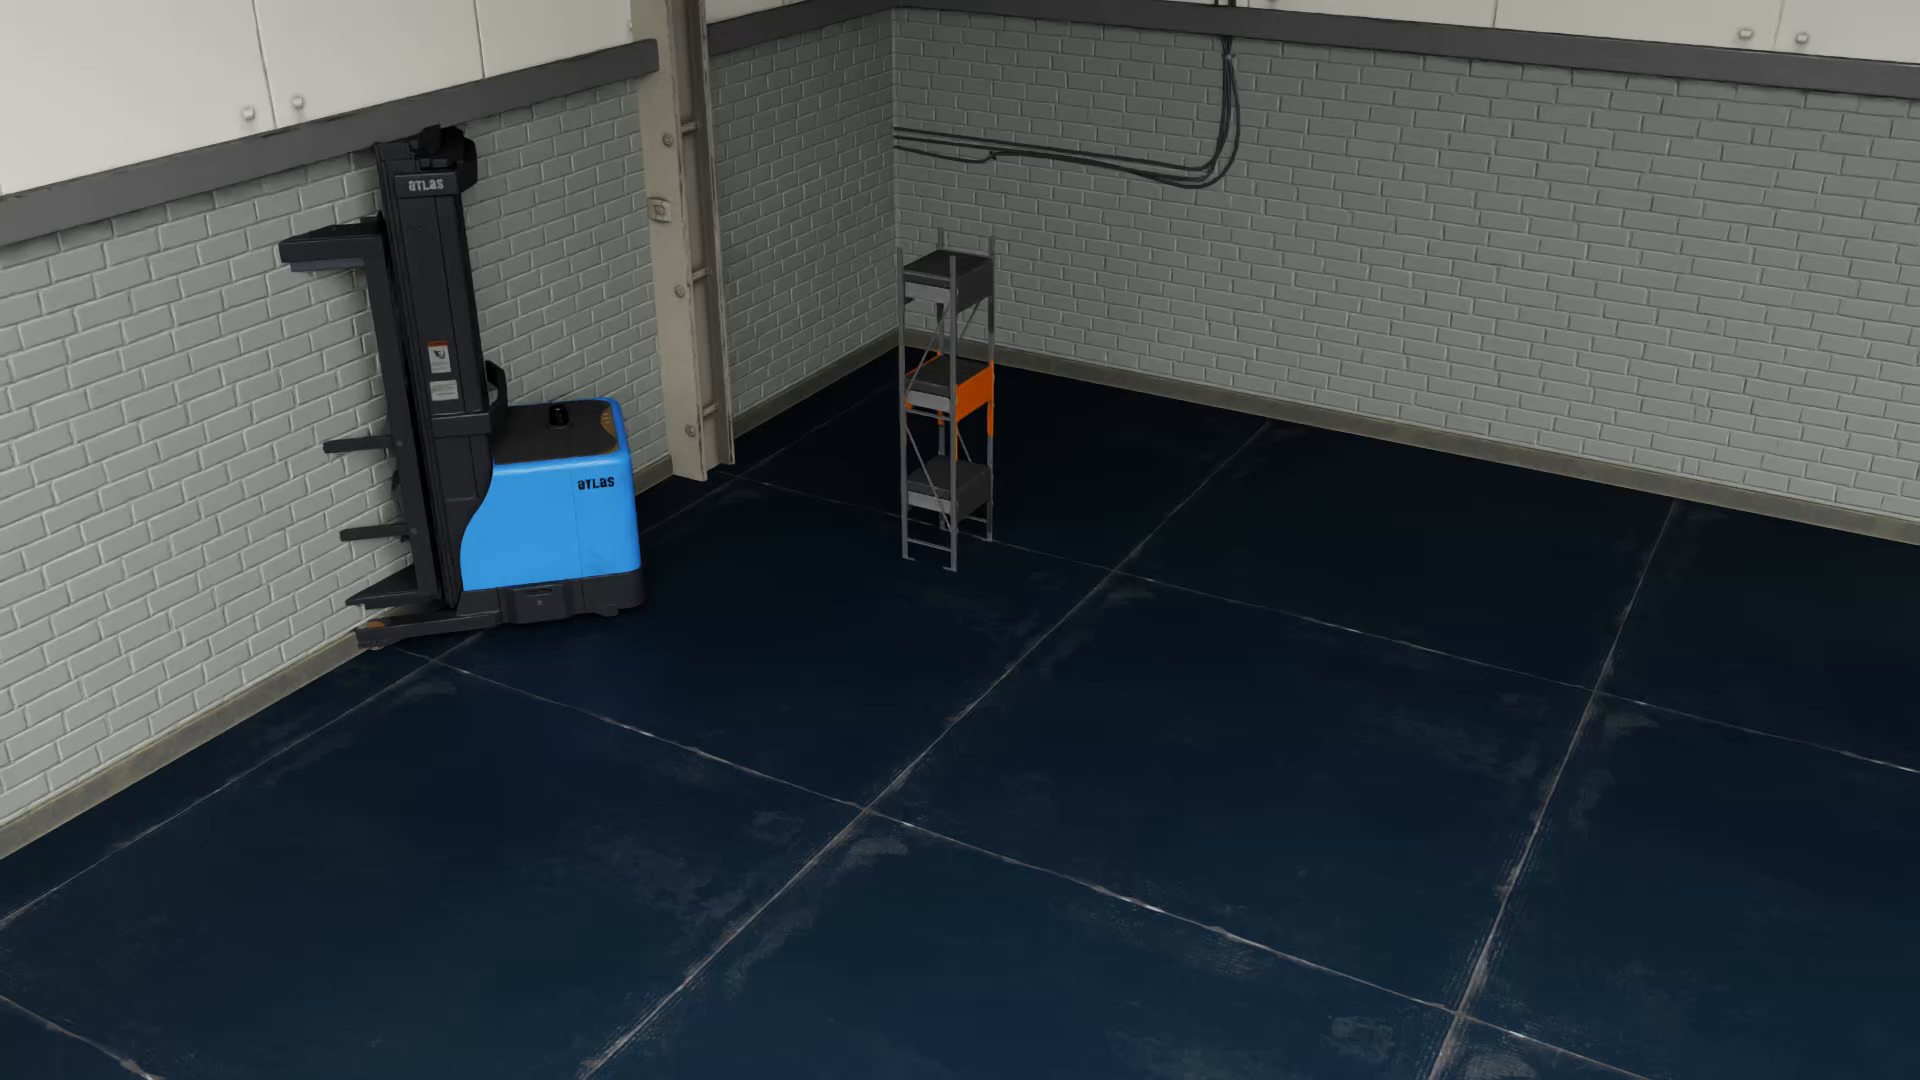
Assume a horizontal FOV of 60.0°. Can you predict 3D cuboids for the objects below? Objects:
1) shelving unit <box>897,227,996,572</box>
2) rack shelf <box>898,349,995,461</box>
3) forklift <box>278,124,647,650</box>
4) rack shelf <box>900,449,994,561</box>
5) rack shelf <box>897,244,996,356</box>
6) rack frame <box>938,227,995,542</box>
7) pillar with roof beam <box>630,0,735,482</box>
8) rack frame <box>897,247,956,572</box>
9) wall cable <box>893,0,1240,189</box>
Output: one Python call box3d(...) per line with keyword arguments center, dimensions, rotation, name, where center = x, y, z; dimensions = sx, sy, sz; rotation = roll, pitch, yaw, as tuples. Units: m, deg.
box3d(center=(-0.081, -0.874, 10.571), dimensions=(0.431, 2.100, 0.503), rotation=(14, 30, 26), name="shelving unit")
box3d(center=(-0.081, -0.862, 10.577), dimensions=(0.431, 0.518, 0.480), rotation=(14, 30, 26), name="rack shelf")
box3d(center=(-3.512, -0.898, 9.690), dimensions=(3.031, 2.935, 1.130), rotation=(-7, 27, -13), name="forklift")
box3d(center=(-0.081, -0.236, 10.890), dimensions=(0.431, 0.518, 0.480), rotation=(14, 30, 26), name="rack shelf")
box3d(center=(-0.081, -1.488, 10.264), dimensions=(0.431, 0.518, 0.480), rotation=(14, 30, 26), name="rack shelf")
box3d(center=(0.039, -0.970, 10.761), dimensions=(0.400, 2.100, 0.015), rotation=(14, 30, 26), name="rack frame")
box3d(center=(1.857, -3.607, 8.322), dimensions=(9.100, 9.000, 0.400), rotation=(14, 30, 26), name="pillar with roof beam")
box3d(center=(-0.201, -0.779, 10.381), dimensions=(0.400, 2.100, 0.015), rotation=(14, 30, 26), name="rack frame")
box3d(center=(0.709, -4.023, 12.623), dimensions=(3.097, 2.526, 0.112), rotation=(14, 30, 26), name="wall cable")
